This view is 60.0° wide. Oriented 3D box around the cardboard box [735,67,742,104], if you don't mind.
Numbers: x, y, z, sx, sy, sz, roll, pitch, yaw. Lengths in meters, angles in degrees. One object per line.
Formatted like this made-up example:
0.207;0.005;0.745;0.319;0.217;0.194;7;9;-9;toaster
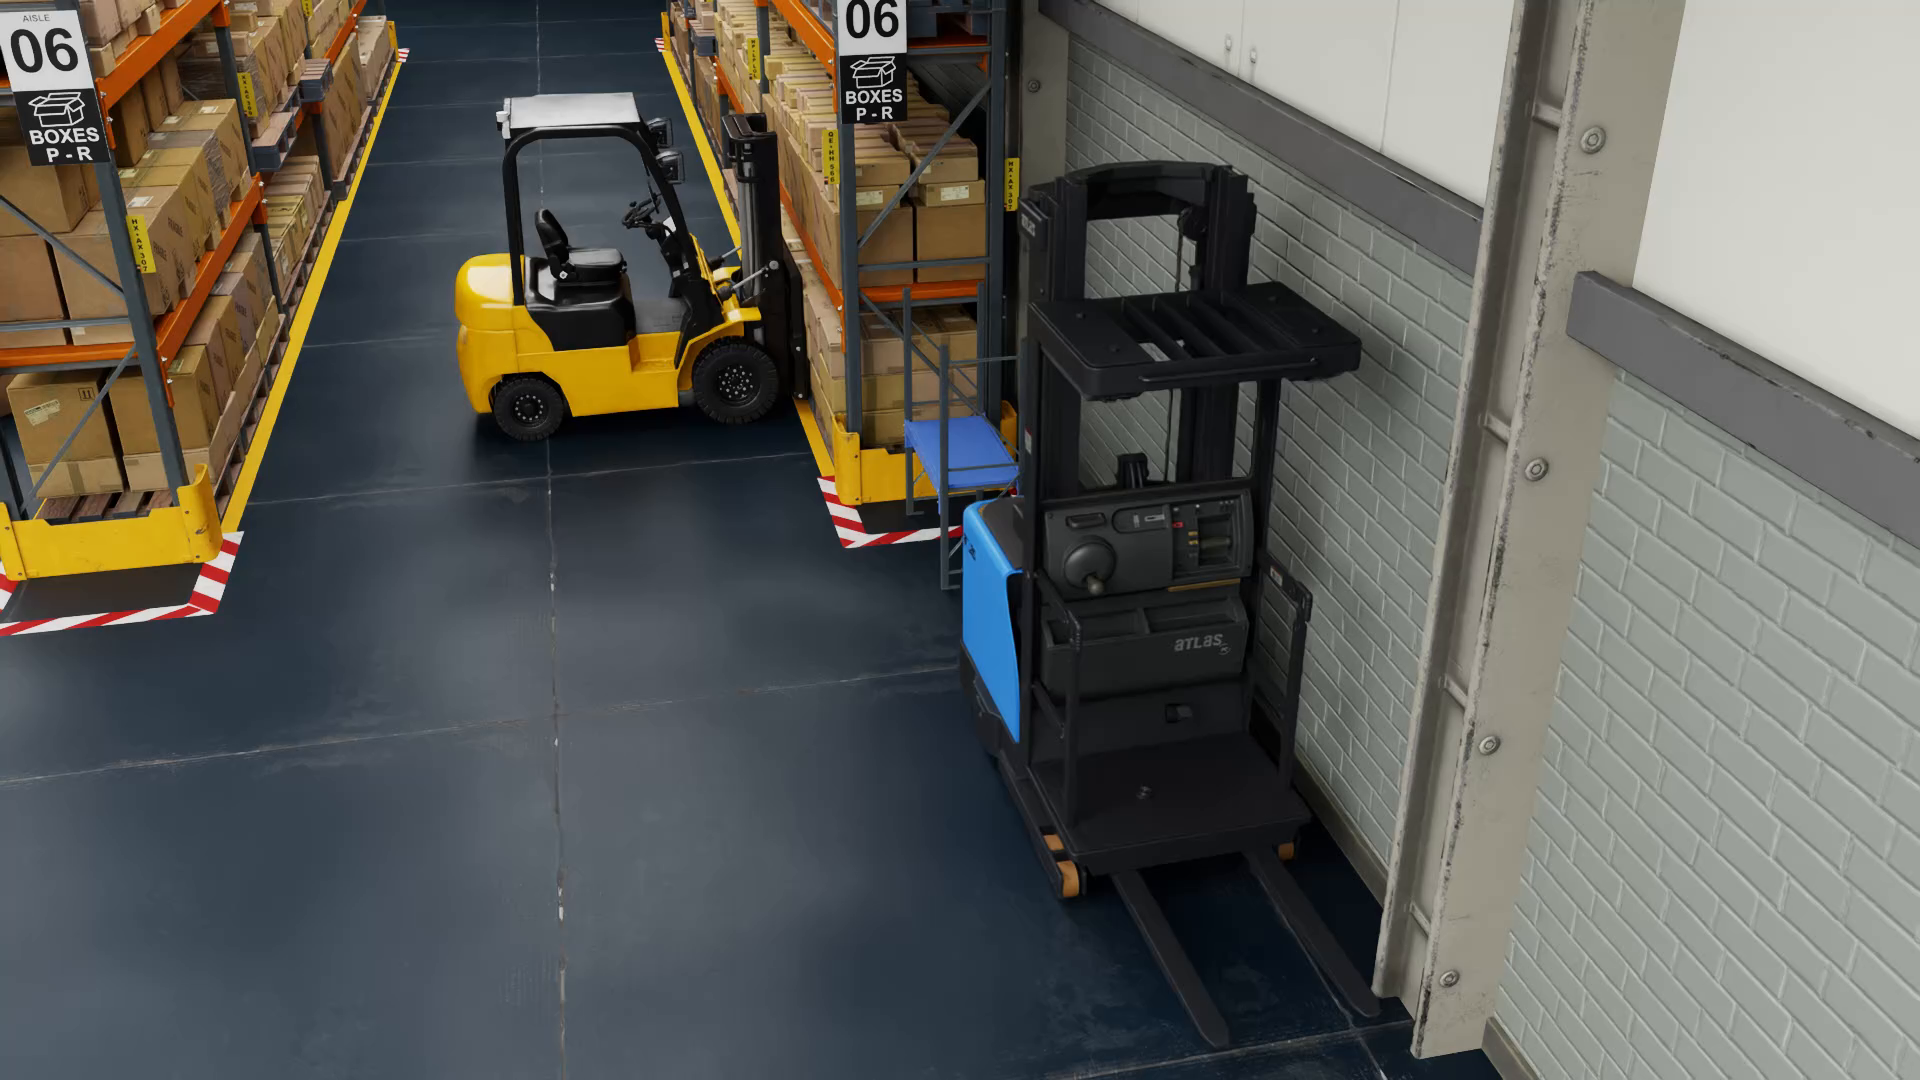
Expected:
-1.825;-4.252;15.511;0.500;0.250;0.500;-5;27;-10;cardboard box

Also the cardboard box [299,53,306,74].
-6.334;-4.446;15.543;0.380;0.149;0.250;-6;27;-12;cardboard box

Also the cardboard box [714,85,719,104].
-2.483;-4.882;18.181;0.380;0.149;0.250;-7;28;-14;cardboard box

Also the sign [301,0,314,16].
-6.342;-5.248;16.122;0.100;0.325;0.005;-6;27;-12;sign

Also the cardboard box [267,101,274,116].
-5.987;-3.646;13.957;0.380;0.149;0.250;-6;27;-11;cardboard box

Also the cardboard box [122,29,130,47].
-5.077;-2.933;9.682;0.380;0.149;0.250;-6;27;-12;cardboard box

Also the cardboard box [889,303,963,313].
-0.271;-1.556;11.481;0.500;0.250;0.500;-6;27;-12;cardboard box

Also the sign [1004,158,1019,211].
0.312;-2.176;10.185;0.100;0.325;0.005;-6;27;-12;sign

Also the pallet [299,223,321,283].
-6.422;-2.585;15.137;1.003;0.211;1.213;-6;27;-12;pallet

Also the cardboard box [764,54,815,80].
-1.349;-3.754;13.197;0.380;0.149;0.250;-5;27;-11;cardboard box

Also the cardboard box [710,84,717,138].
-2.561;-4.899;18.934;0.500;0.500;0.500;-5;27;-9;cardboard box

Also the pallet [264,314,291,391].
-5.781;-1.415;12.819;1.003;0.211;1.213;-6;27;-12;pallet

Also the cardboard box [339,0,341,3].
-7.314;-6.232;18.880;0.500;0.250;0.500;-5;27;-10;cardboard box

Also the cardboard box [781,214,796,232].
-1.223;-2.394;13.139;0.500;0.250;0.500;-6;27;-12;cardboard box

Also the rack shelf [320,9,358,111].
-7.319;-5.264;18.149;1.077;0.370;4.000;-6;27;-12;rack shelf

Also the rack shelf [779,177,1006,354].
-0.681;-2.258;12.193;1.077;0.370;4.000;-6;27;-12;rack shelf

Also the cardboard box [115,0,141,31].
-5.024;-3.070;9.511;0.500;0.250;0.500;-6;27;-12;cardboard box

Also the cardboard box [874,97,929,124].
-0.419;-3.019;11.741;0.380;0.149;0.250;-6;27;-11;cardboard box

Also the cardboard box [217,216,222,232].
-5.337;-2.168;11.495;0.380;0.149;0.250;-6;27;-13;cardboard box

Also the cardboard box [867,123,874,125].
-0.461;-3.000;12.033;0.380;0.149;0.250;-7;28;-13;cardboard box

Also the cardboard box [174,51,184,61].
-6.295;-3.496;12.940;0.500;0.500;0.500;-6;27;-13;cardboard box

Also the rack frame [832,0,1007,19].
-0.231;-4.379;8.939;1.000;3.000;0.127;-6;27;-12;rack frame

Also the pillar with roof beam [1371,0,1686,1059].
-2.351;-1.705;3.641;9.100;9.000;0.400;-6;27;-12;pillar with roof beam

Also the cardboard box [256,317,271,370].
-5.442;-1.446;12.372;0.500;0.250;0.500;-7;28;-13;cardboard box

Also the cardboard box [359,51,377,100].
-7.807;-5.793;20.777;0.875;0.438;0.875;-6;27;-12;cardboard box

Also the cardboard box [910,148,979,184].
-0.098;-2.337;10.390;0.380;0.149;0.250;-6;27;-13;cardboard box

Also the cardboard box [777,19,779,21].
-1.545;-4.976;16.391;0.500;0.250;0.500;-6;27;-11;cardboard box

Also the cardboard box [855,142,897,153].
-0.602;-2.409;10.533;0.380;0.149;0.250;-6;27;-12;cardboard box

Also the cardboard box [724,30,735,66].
-1.959;-4.698;15.841;0.500;0.250;0.500;-7;28;-13;cardboard box

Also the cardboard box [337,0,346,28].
-7.310;-6.001;18.977;0.500;0.250;0.500;-6;27;-12;cardboard box

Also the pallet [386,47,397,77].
-8.415;-6.631;23.154;1.003;0.211;1.213;-6;27;-12;pallet

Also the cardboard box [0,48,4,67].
-5.507;-2.656;9.134;0.380;0.149;0.250;-6;27;-11;cardboard box

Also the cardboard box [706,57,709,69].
-2.812;-5.688;19.778;0.380;0.149;0.250;-6;27;-12;cardboard box

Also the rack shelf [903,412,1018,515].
0.019;-0.472;9.919;0.538;0.185;1.000;-6;27;-12;rack shelf

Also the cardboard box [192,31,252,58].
-5.729;-3.848;12.918;0.380;0.149;0.250;-6;27;-12;cardboard box

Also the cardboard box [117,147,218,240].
-5.261;-2.282;11.001;0.500;0.500;0.500;-7;28;-13;cardboard box

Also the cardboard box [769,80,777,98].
-1.316;-3.625;13.271;0.380;0.149;0.250;-6;27;-12;cardboard box

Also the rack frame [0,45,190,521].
-5.066;-1.195;9.289;1.000;3.000;0.127;-6;27;-12;rack frame

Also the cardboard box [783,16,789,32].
-1.490;-4.978;15.953;0.380;0.149;0.250;-6;27;-12;cardboard box

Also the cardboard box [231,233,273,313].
-5.572;-2.014;12.664;0.500;0.500;0.500;-6;27;-12;cardboard box

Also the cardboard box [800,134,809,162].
-0.895;-2.720;11.478;0.380;0.149;0.250;-6;27;-11;cardboard box

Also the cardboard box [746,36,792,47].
-1.691;-4.366;14.741;0.380;0.149;0.250;-7;28;-13;cardboard box

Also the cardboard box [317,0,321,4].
-6.964;-5.885;17.360;0.500;0.500;0.500;-5;27;-10;cardboard box

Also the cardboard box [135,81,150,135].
-5.899;-2.910;11.136;0.700;0.500;0.500;-7;28;-13;cardboard box

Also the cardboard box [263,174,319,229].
-6.577;-3.149;15.611;0.950;0.372;0.625;-6;27;-13;cardboard box

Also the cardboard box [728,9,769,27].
-2.033;-5.037;16.069;0.380;0.149;0.250;-6;27;-11;cardboard box

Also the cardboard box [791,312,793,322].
-0.993;-1.732;12.383;0.500;0.250;0.500;-6;27;-12;cardboard box

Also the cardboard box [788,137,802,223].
-0.945;-2.608;11.977;0.500;0.500;0.500;-6;27;-11;cardboard box

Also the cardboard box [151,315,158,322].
-5.011;-1.363;9.900;0.380;0.149;0.250;-6;27;-11;cardboard box

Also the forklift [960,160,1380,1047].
0.869;0.046;6.906;1.130;2.935;3.031;-7;28;-13;forklift

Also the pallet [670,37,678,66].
-3.639;-7.097;24.076;1.003;0.211;1.213;-6;27;-12;pallet

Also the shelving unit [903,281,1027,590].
0.019;-0.632;9.838;0.538;1.500;1.048;-6;27;-12;shelving unit

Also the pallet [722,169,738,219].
-1.886;-3.603;17.154;1.003;0.211;1.213;-6;27;-12;pallet

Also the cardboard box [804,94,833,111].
-0.908;-3.089;11.880;0.380;0.149;0.250;-6;27;-11;cardboard box

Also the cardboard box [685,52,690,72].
-3.427;-6.307;21.986;0.396;0.266;0.258;-5;27;-10;cardboard box

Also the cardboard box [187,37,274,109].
-5.907;-3.771;13.485;0.500;0.500;0.500;-6;27;-11;cardboard box
